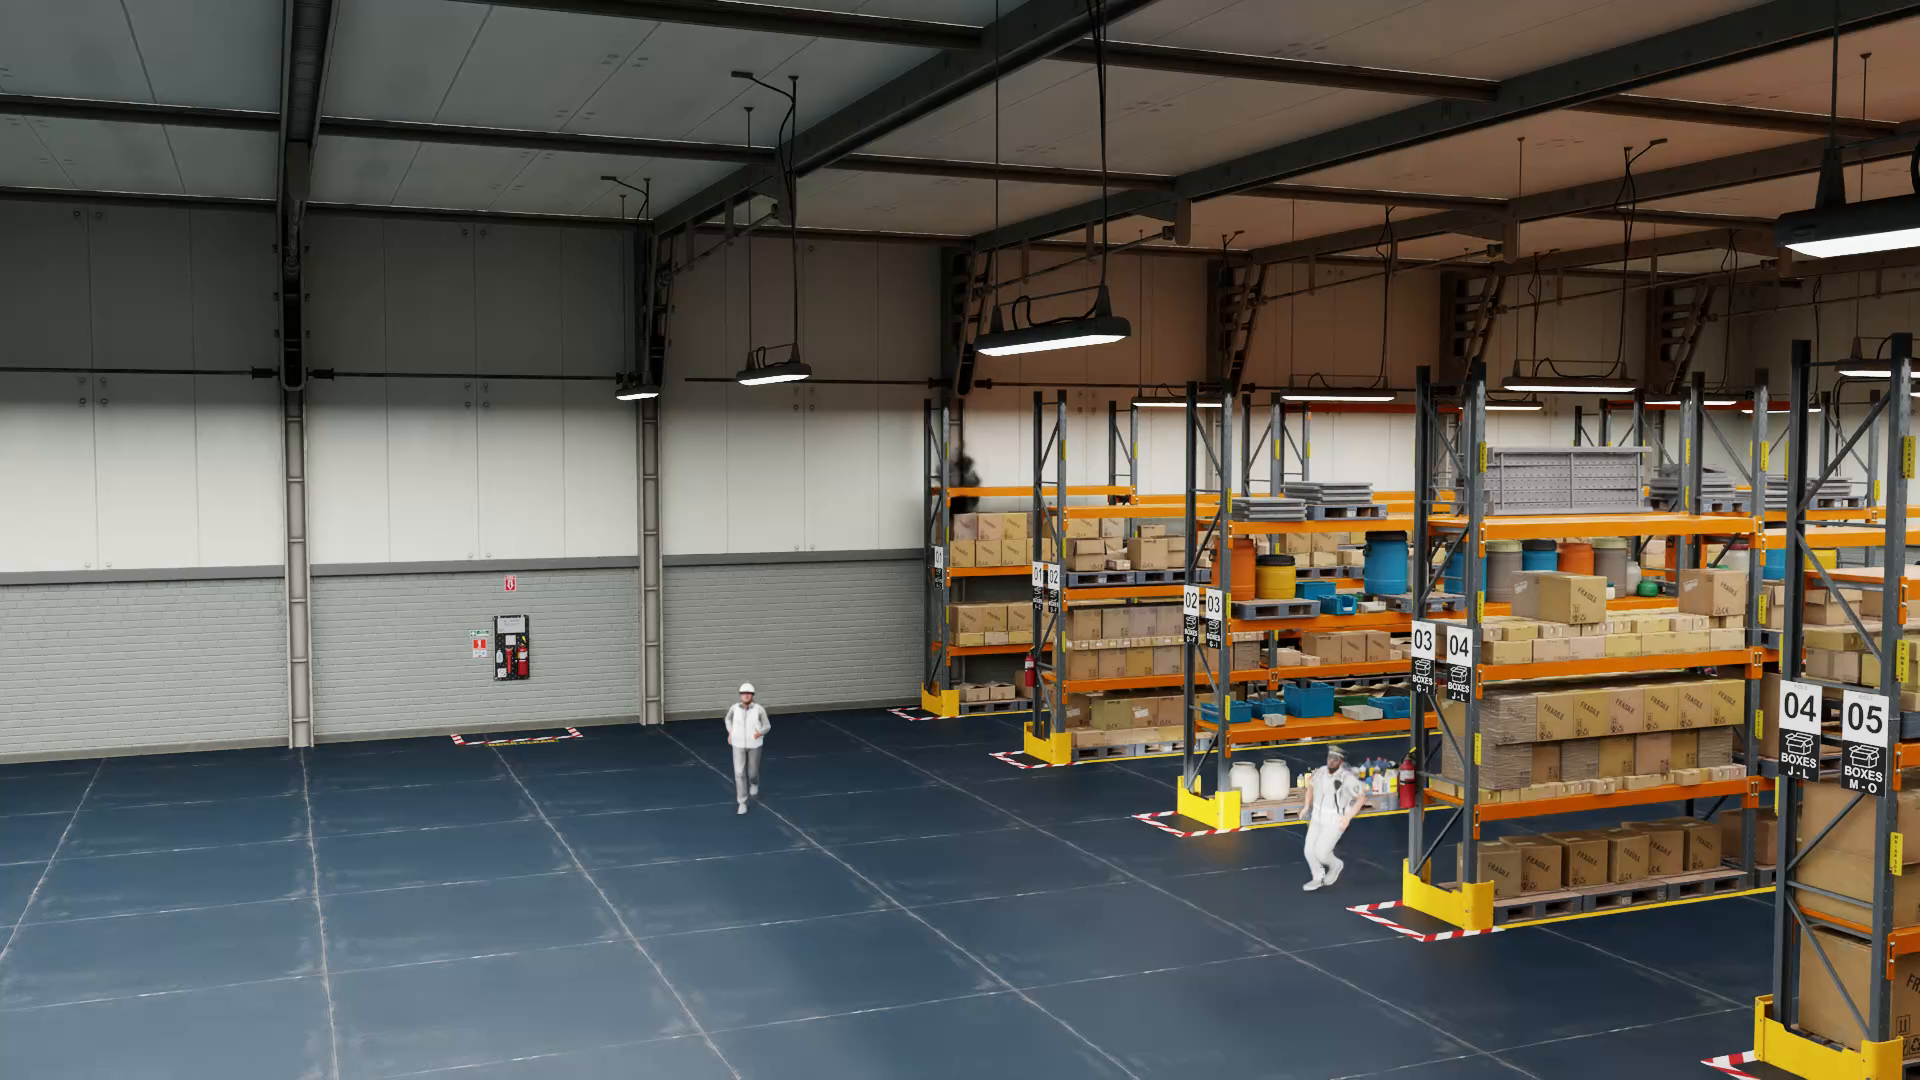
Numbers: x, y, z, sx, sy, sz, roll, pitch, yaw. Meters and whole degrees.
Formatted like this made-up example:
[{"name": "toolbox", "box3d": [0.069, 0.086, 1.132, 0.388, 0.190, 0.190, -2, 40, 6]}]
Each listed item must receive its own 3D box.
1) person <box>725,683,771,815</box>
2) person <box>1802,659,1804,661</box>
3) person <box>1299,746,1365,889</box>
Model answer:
[{"name": "person", "box3d": [-3.001, 2.905, 23.451, 0.663, 1.778, 0.928, 0, 3, -1]}, {"name": "person", "box3d": [16.006, 2.455, 31.213, 0.694, 1.763, 0.693, -2, 4, -33]}, {"name": "person", "box3d": [4.228, 3.193, 19.039, 0.539, 1.722, 0.714, -3, 4, -39]}]
